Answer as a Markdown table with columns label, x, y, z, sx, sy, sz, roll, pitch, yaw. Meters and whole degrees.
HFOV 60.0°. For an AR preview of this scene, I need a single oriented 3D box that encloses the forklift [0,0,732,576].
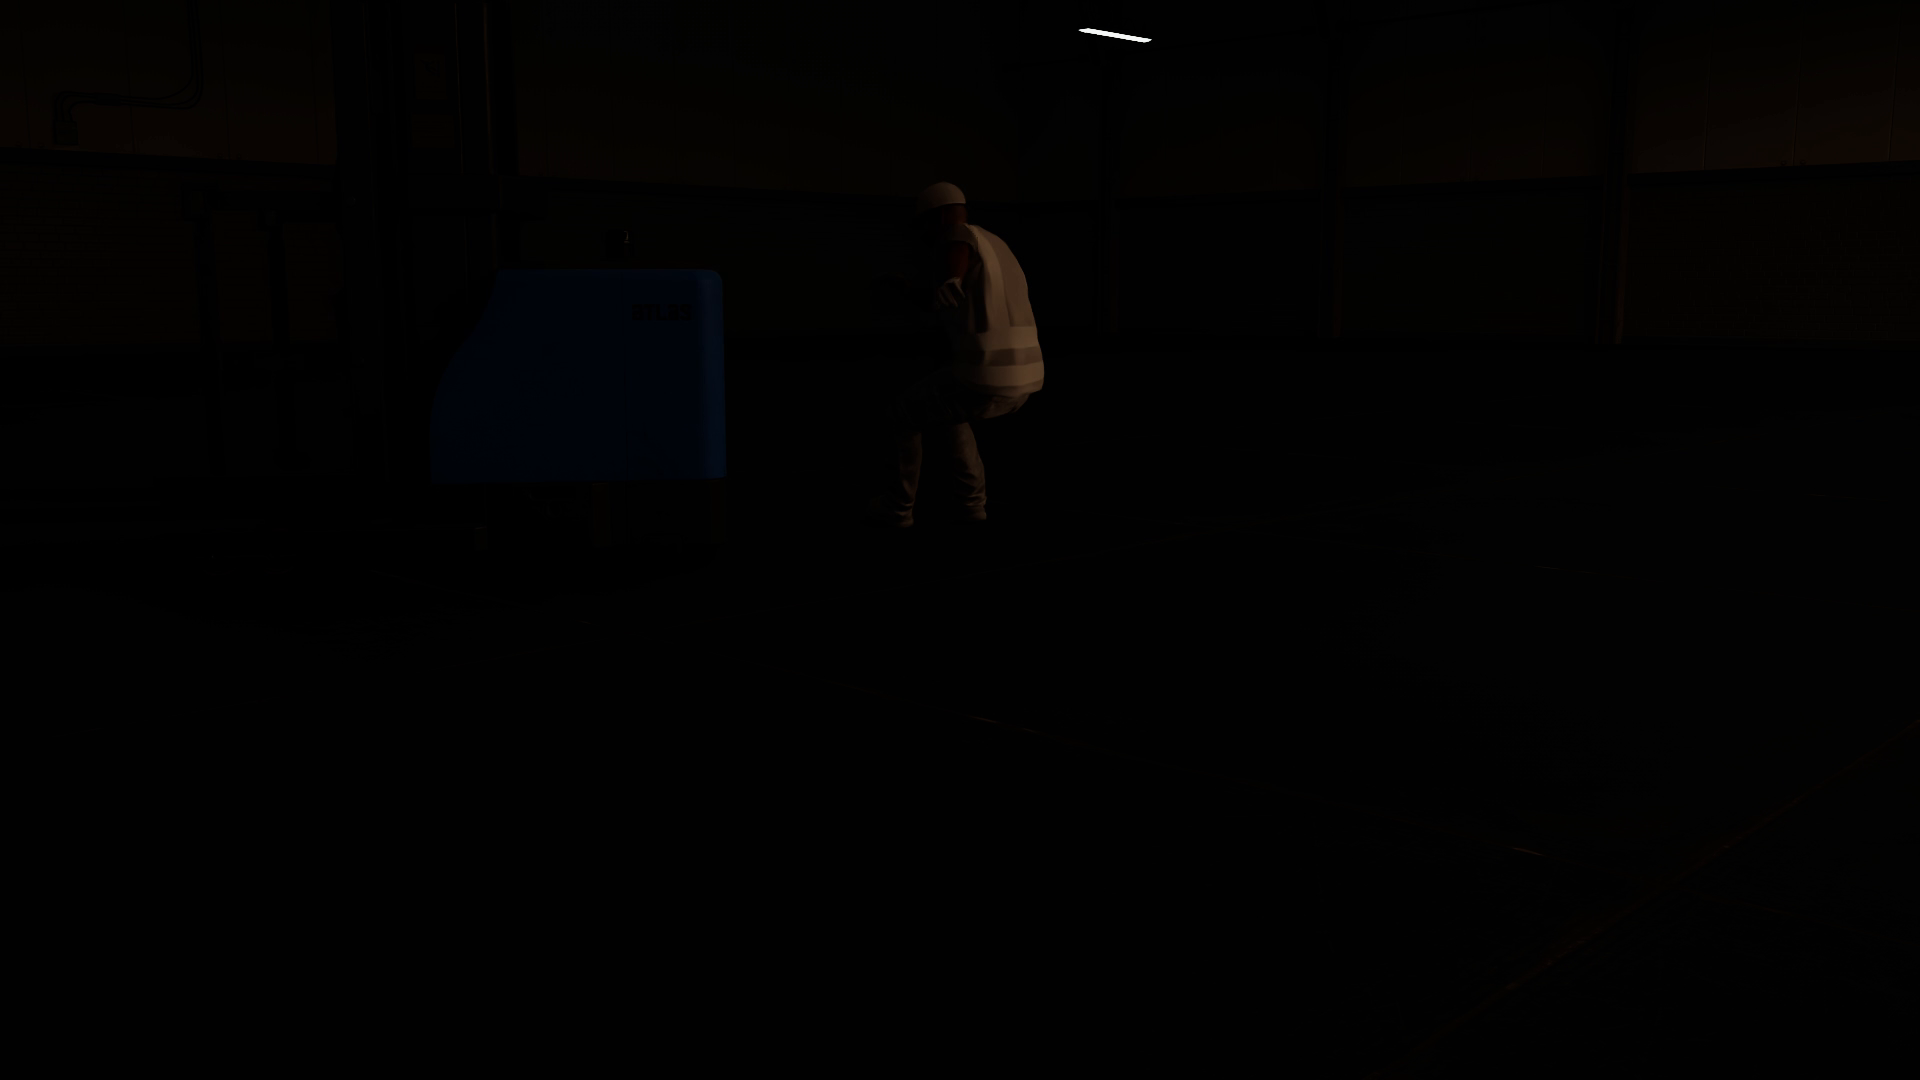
| label | x | y | z | sx | sy | sz | roll | pitch | yaw |
| --- | --- | --- | --- | --- | --- | --- | --- | --- | --- |
| forklift | -2.417 | -1.406 | 6.208 | 3.031 | 2.935 | 1.130 | -1 | 9 | -9 |

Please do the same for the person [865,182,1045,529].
| label | x | y | z | sx | sy | sz | roll | pitch | yaw |
| --- | --- | --- | --- | --- | --- | --- | --- | --- | --- |
| person | -0.138 | -0.696 | 6.647 | 0.957 | 1.470 | 1.232 | 5 | 10 | 28 |
